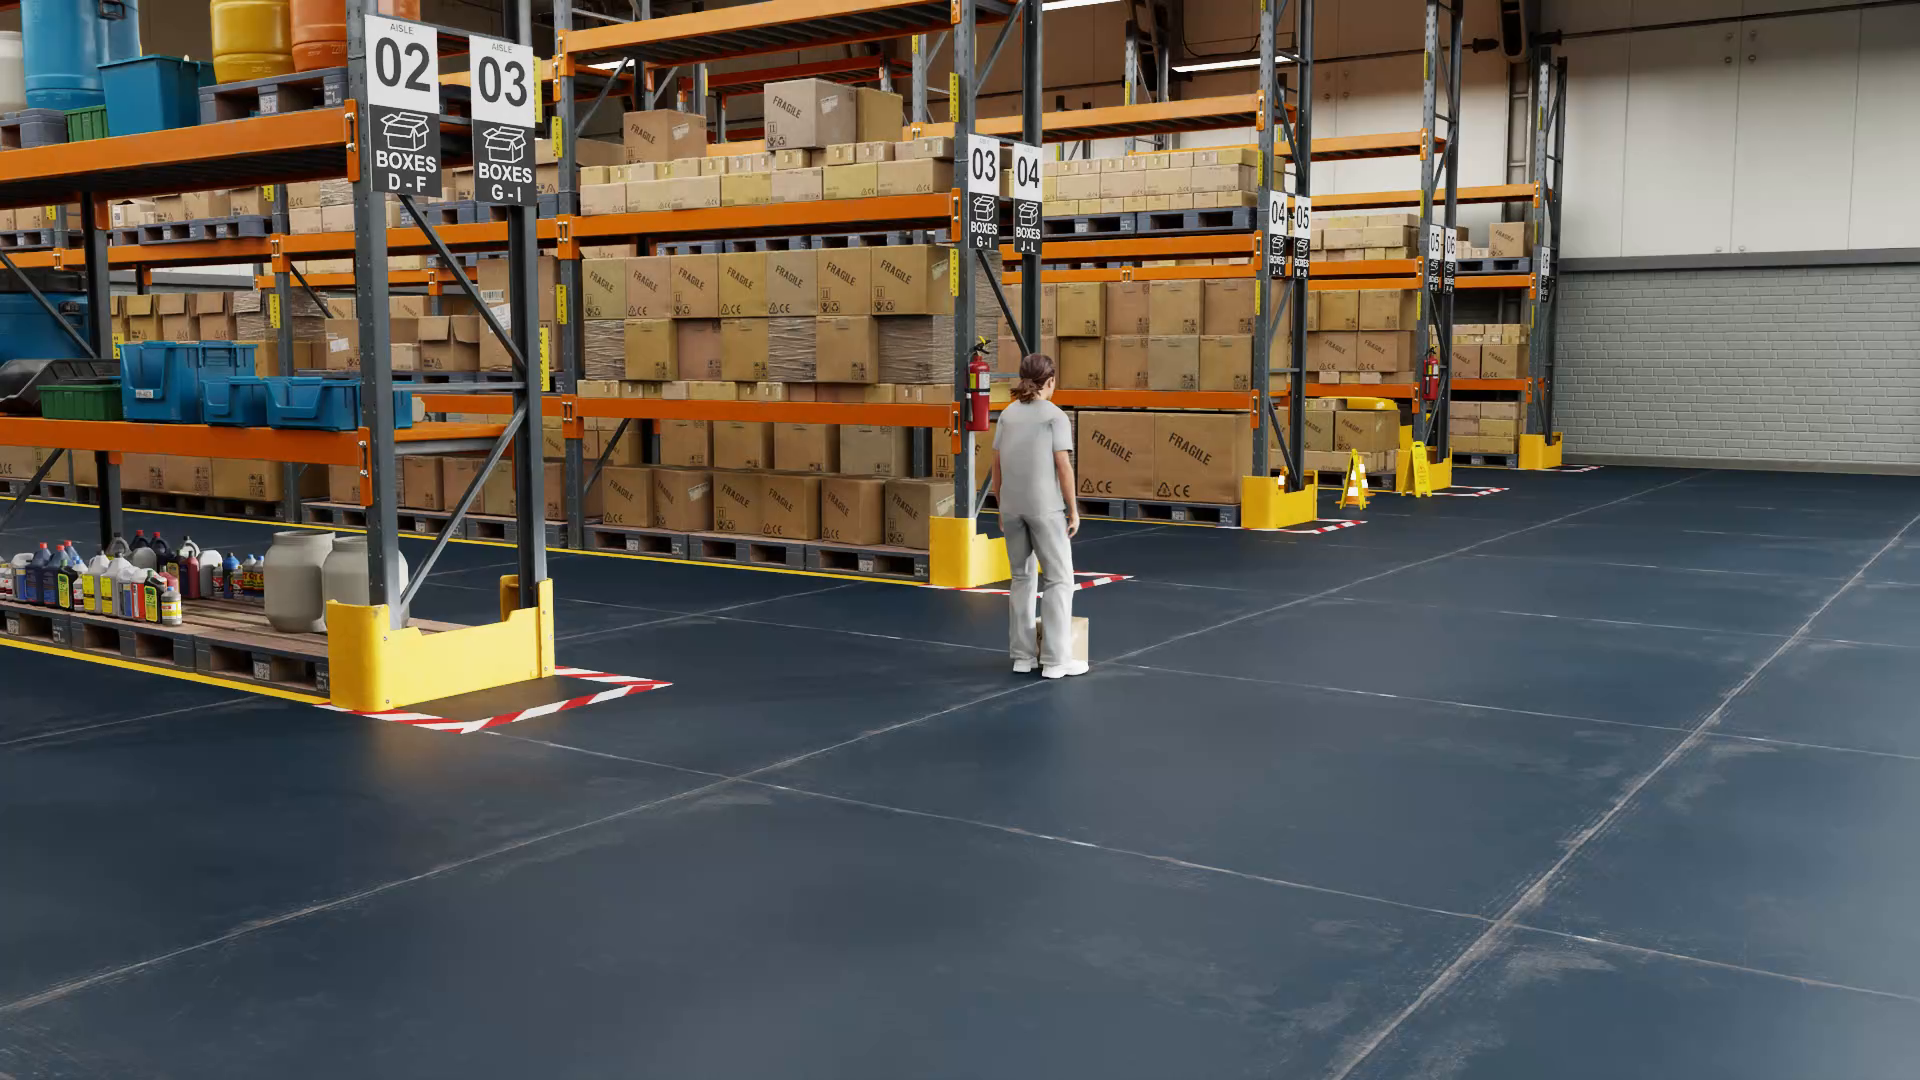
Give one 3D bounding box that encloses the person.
[{"bbox_3d":[0.408,-0.135,8.680,0.487,1.672,0.413,4,8,32],"label":"person"}]
